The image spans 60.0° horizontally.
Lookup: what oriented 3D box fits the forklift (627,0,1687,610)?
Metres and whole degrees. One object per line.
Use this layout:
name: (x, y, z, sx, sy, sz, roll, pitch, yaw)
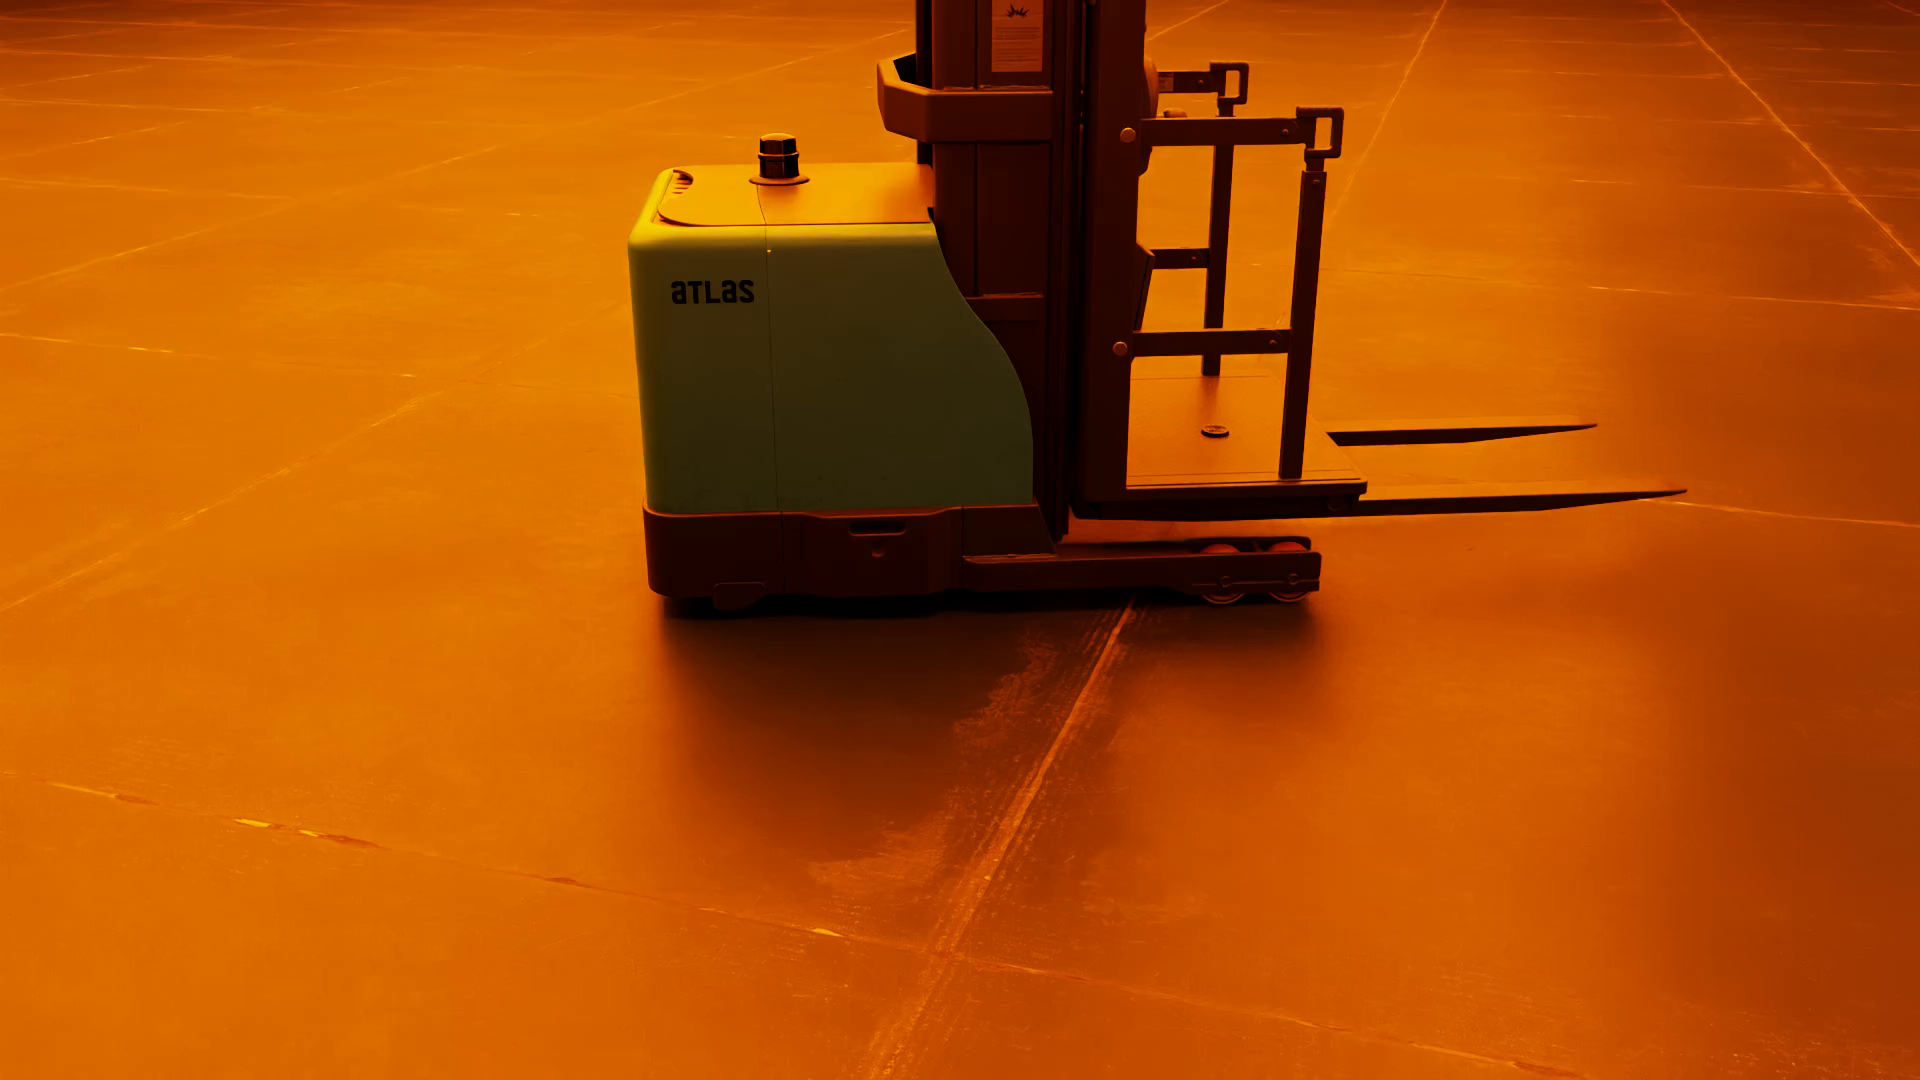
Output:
forklift: (0.606, -1.374, 4.608, 3.031, 2.935, 1.130, -2, 23, -4)
